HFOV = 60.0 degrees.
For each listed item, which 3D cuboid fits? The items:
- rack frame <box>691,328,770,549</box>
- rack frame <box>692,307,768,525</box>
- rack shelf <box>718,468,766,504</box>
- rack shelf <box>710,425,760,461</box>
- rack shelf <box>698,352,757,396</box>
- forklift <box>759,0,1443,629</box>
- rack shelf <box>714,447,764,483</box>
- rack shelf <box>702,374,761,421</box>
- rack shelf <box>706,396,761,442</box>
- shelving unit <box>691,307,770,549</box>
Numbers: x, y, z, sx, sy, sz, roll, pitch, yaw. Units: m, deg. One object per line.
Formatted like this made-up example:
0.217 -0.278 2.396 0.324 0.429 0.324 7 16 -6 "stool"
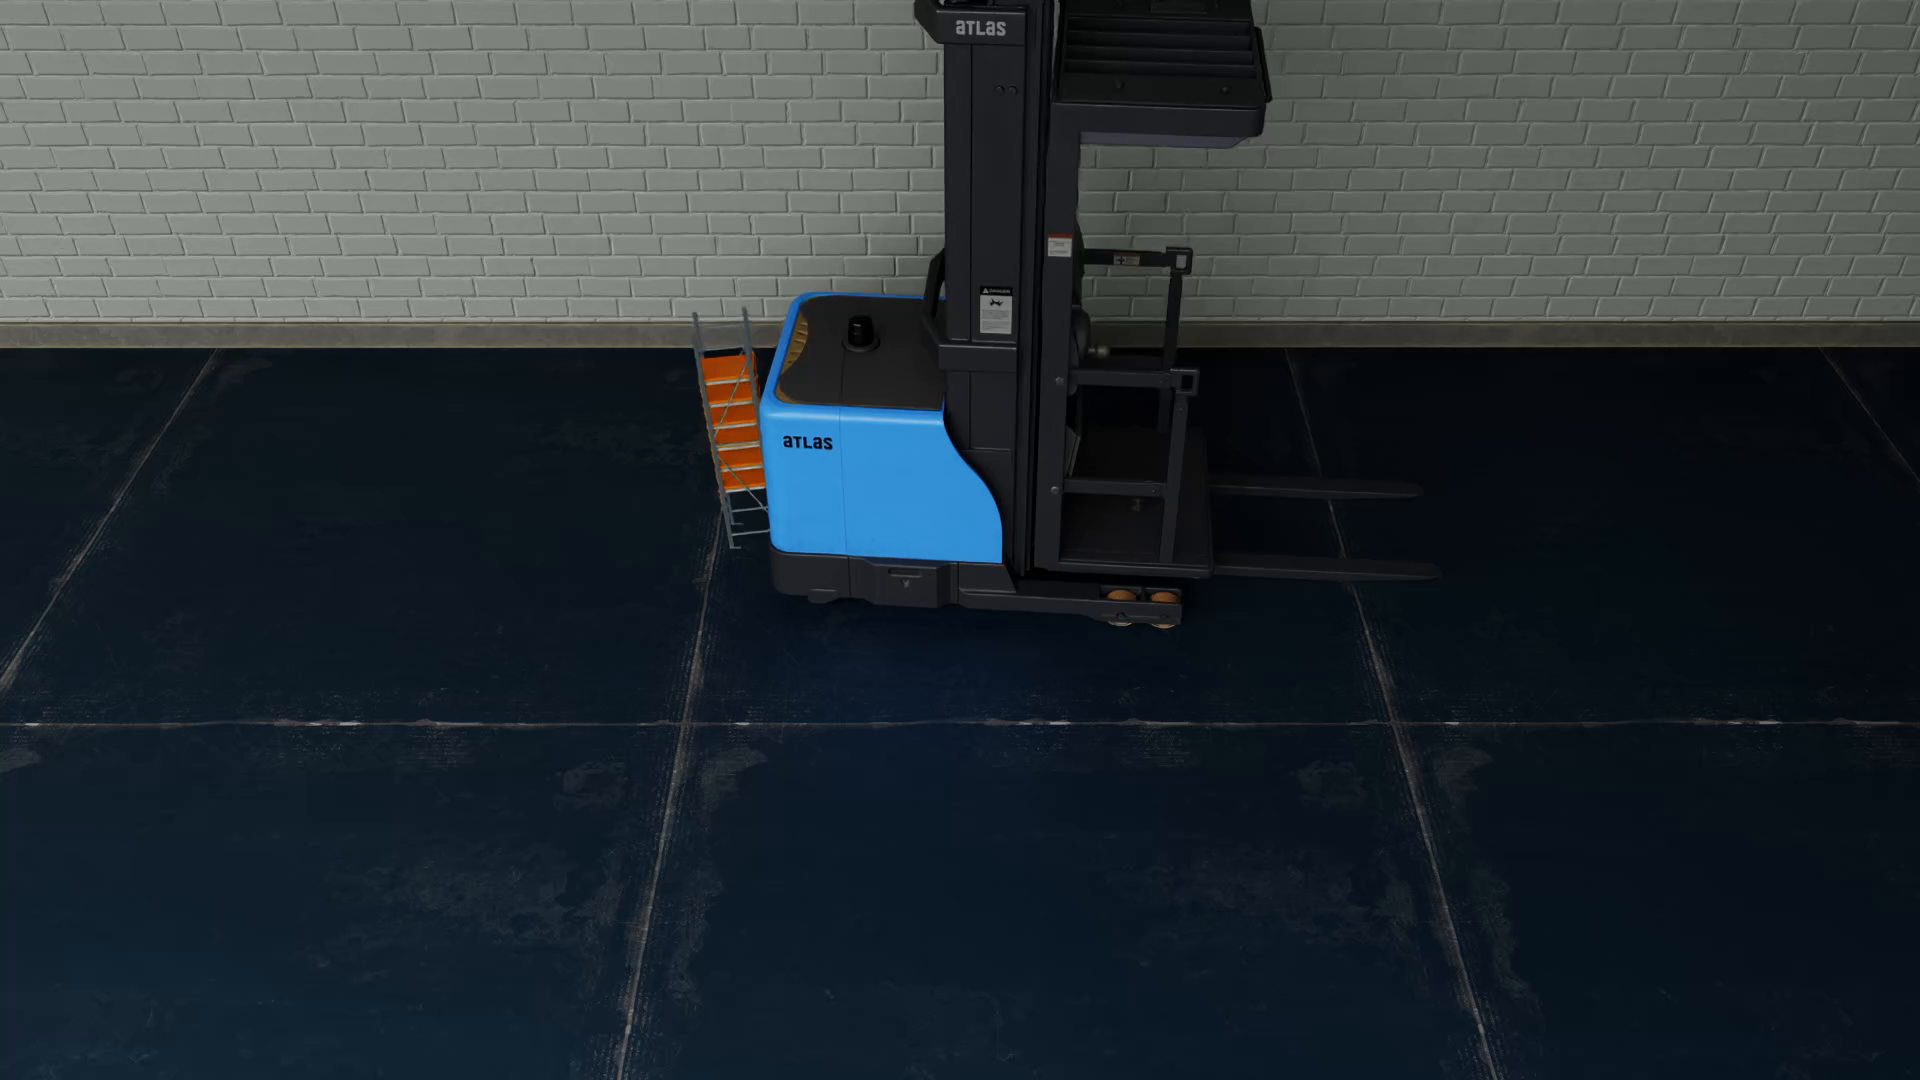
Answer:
-1.011 -0.437 7.570 0.240 1.200 0.006 -6 39 -3 "rack frame"
-1.030 -0.551 7.712 0.240 1.200 0.006 -6 39 -3 "rack frame"
-1.005 -0.274 7.820 0.258 0.103 0.180 -6 39 -3 "rack shelf"
-1.018 -0.460 7.669 0.258 0.103 0.180 -6 39 -3 "rack shelf"
-1.038 -0.738 7.442 0.258 0.103 0.180 -6 39 -3 "rack shelf"
0.678 -1.093 7.015 3.031 2.935 1.130 3 39 4 "forklift"
-1.012 -0.367 7.745 0.258 0.103 0.180 -6 39 -3 "rack shelf"
-1.031 -0.646 7.518 0.258 0.103 0.180 -6 39 -3 "rack shelf"
-1.025 -0.553 7.593 0.258 0.103 0.180 -6 39 -3 "rack shelf"
-1.020 -0.494 7.641 0.258 1.200 0.189 -6 39 -3 "shelving unit"
